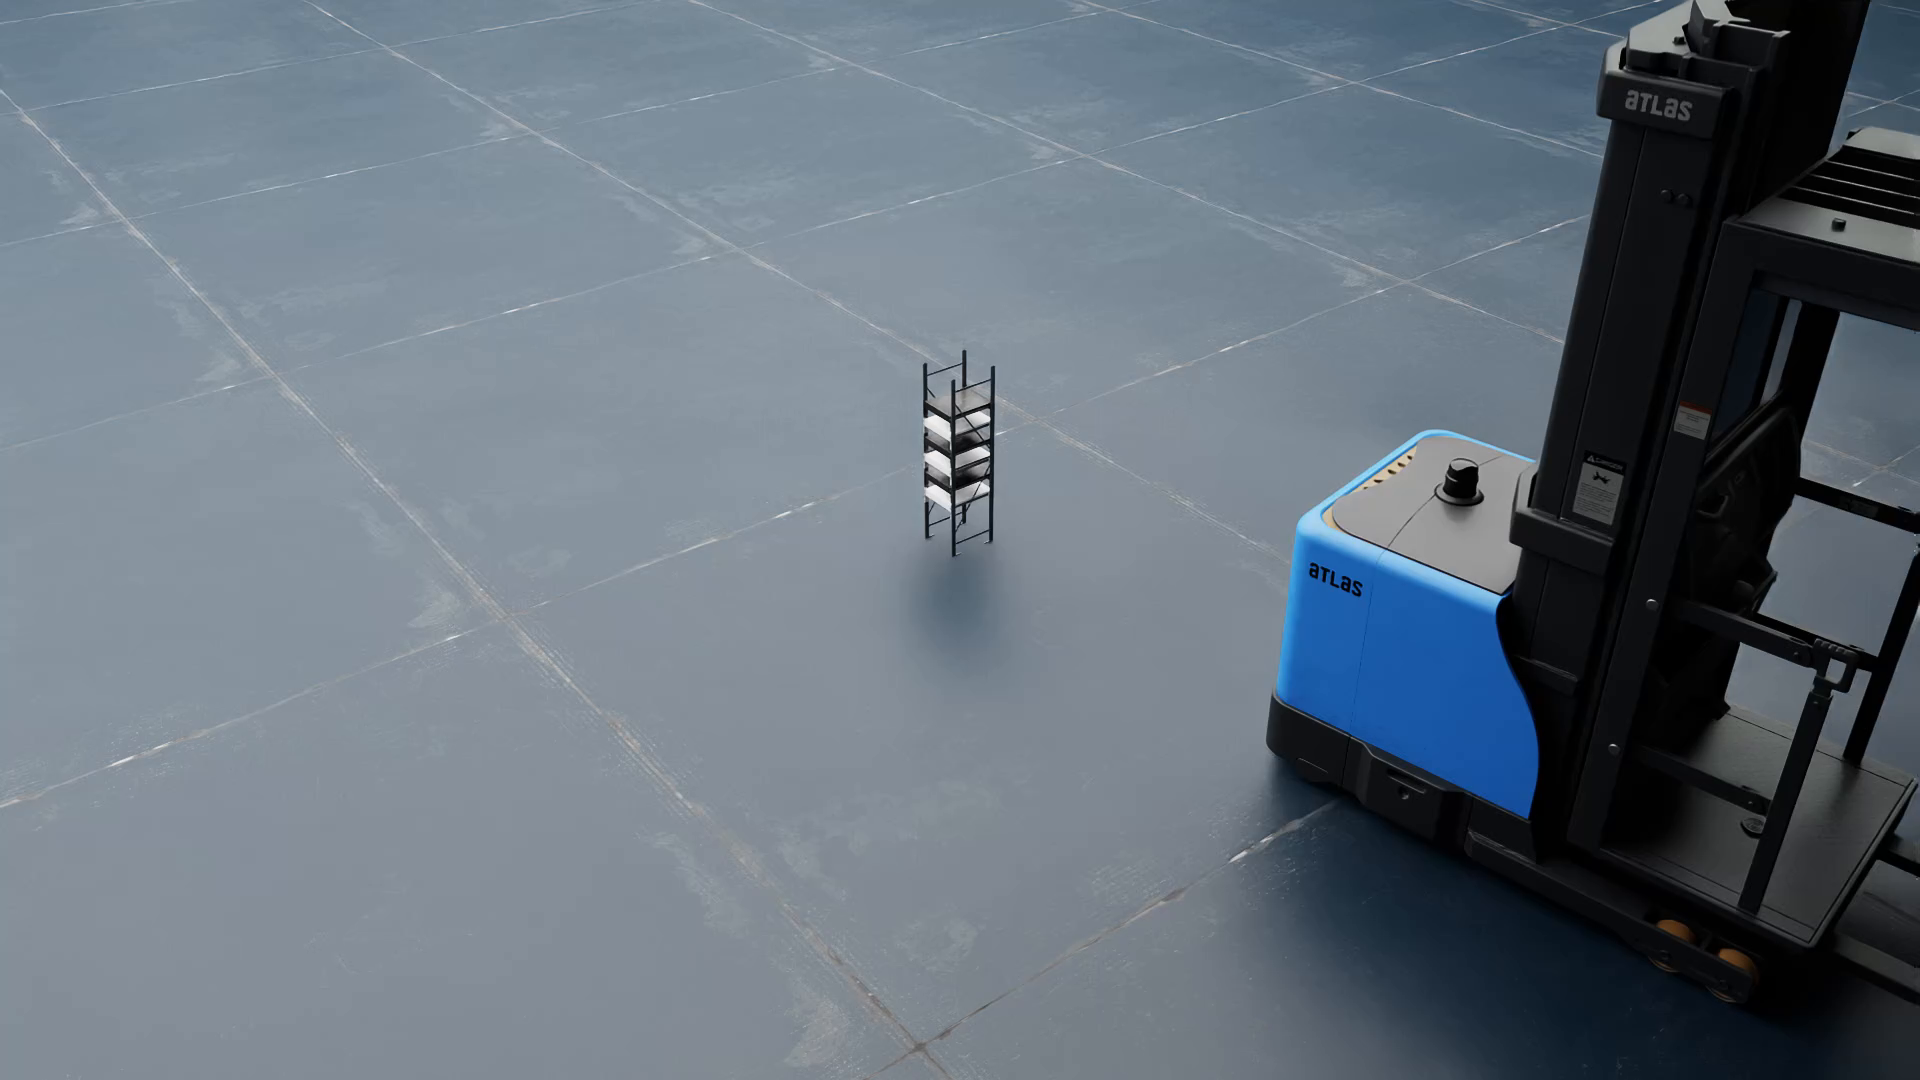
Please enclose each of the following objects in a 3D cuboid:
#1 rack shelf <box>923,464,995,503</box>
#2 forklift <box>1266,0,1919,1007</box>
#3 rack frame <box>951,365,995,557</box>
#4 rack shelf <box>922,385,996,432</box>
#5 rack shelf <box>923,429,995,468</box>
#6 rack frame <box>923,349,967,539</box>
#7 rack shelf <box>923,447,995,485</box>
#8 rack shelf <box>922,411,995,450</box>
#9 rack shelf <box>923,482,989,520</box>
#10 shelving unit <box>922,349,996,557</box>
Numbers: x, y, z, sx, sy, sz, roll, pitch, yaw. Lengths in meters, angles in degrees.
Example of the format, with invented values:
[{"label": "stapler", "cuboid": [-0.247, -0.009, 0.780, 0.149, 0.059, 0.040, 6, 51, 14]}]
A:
[{"label": "rack shelf", "cuboid": [-0.005, -0.281, 7.583, 0.258, 0.077, 0.200, -22, 38, -31]}, {"label": "forklift", "cuboid": [2.604, -0.074, 5.090, 3.031, 2.935, 1.130, 25, 40, 35]}, {"label": "rack frame", "cuboid": [0.057, -0.343, 7.450, 0.240, 0.900, 0.006, -22, 38, -31]}, {"label": "rack shelf", "cuboid": [-0.005, -0.587, 7.393, 0.258, 0.077, 0.200, -22, 38, -31]}, {"label": "rack shelf", "cuboid": [-0.005, -0.434, 7.488, 0.258, 0.077, 0.200, -22, 38, -31]}, {"label": "rack frame", "cuboid": [-0.067, -0.428, 7.586, 0.240, 0.900, 0.006, -22, 38, -31]}, {"label": "rack shelf", "cuboid": [-0.005, -0.357, 7.536, 0.258, 0.077, 0.200, -22, 38, -31]}, {"label": "rack shelf", "cuboid": [-0.005, -0.510, 7.441, 0.258, 0.077, 0.200, -22, 38, -31]}, {"label": "rack shelf", "cuboid": [-0.005, -0.204, 7.631, 0.258, 0.077, 0.200, -22, 38, -31]}, {"label": "shelving unit", "cuboid": [-0.005, -0.386, 7.518, 0.258, 0.900, 0.210, -22, 38, -31]}]
